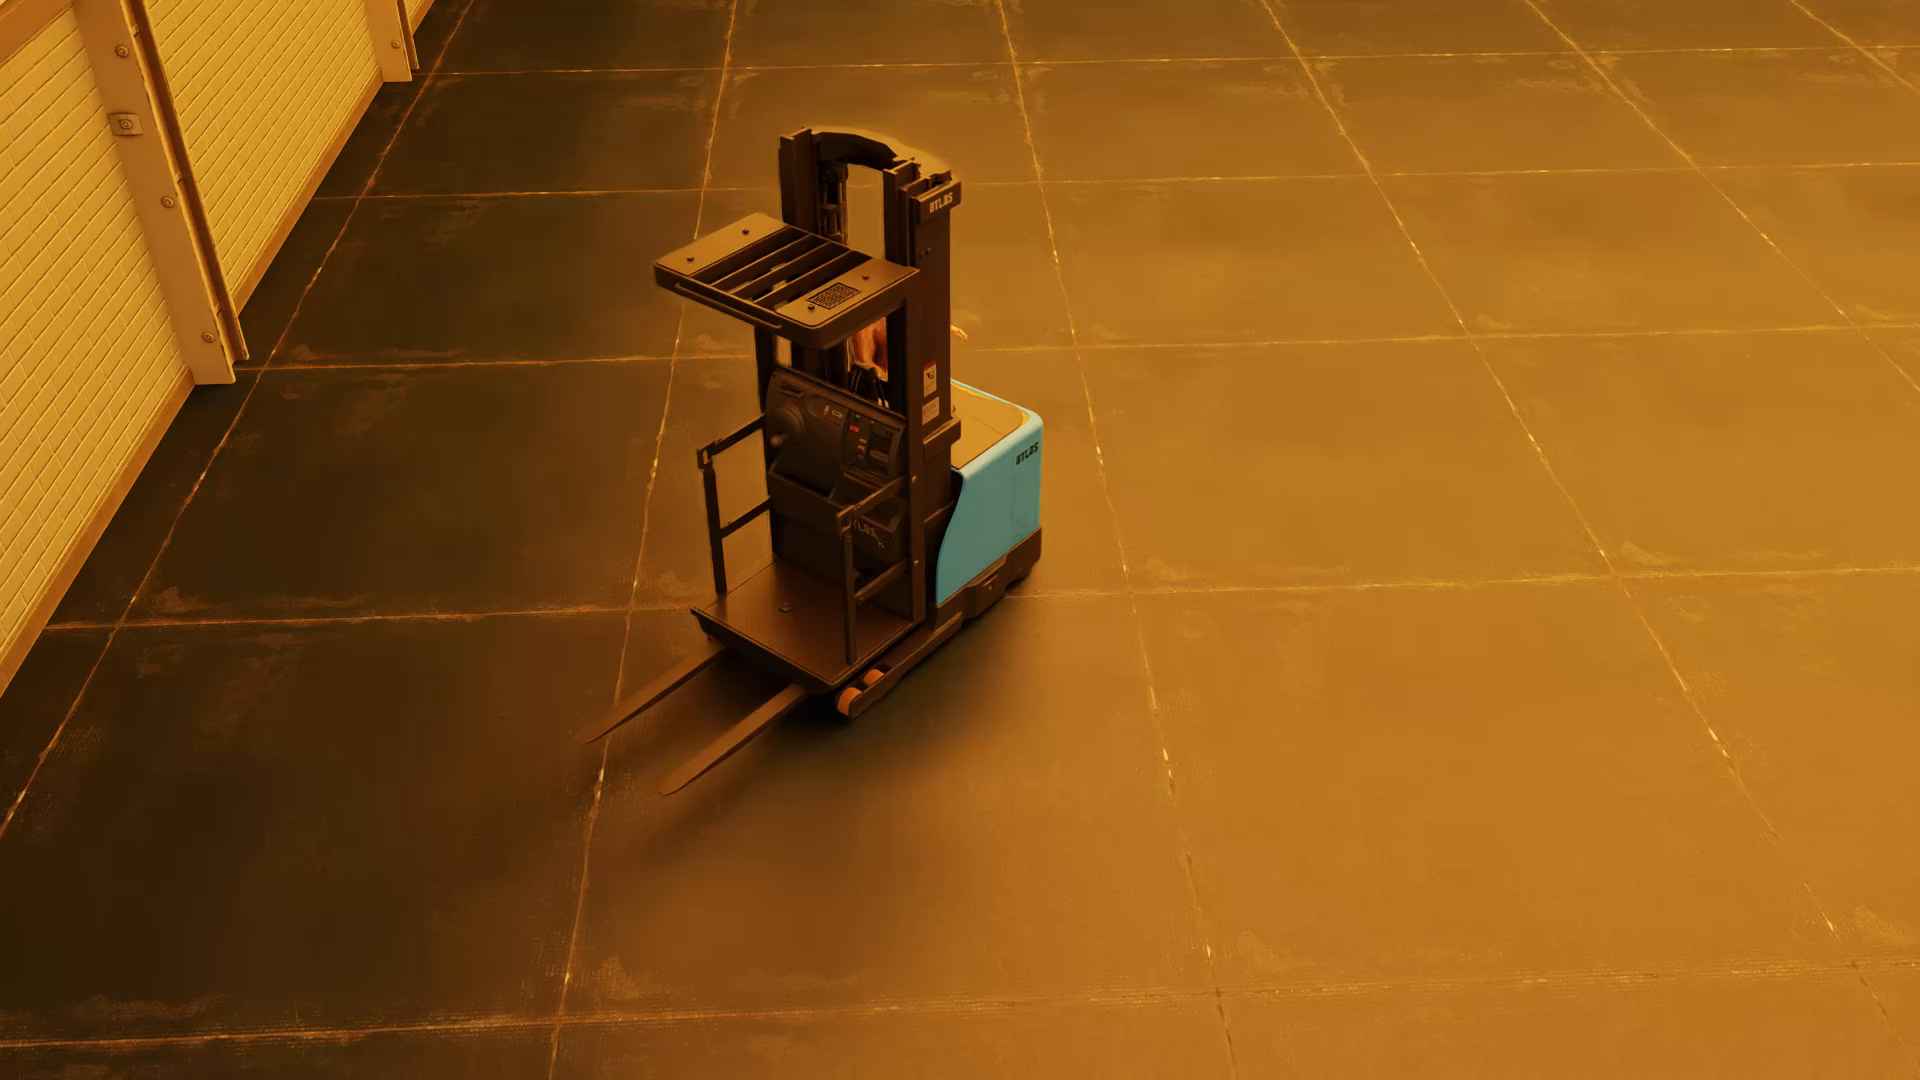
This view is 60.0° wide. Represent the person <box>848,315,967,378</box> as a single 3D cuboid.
[{"bbox_3d":[-0.245,-0.994,10.600,0.901,1.545,0.944,2,36,2],"label":"person"}]

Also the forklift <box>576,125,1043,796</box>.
[{"bbox_3d":[-0.808,-0.538,8.749,1.130,2.935,3.031,25,43,30],"label":"forklift"}]
